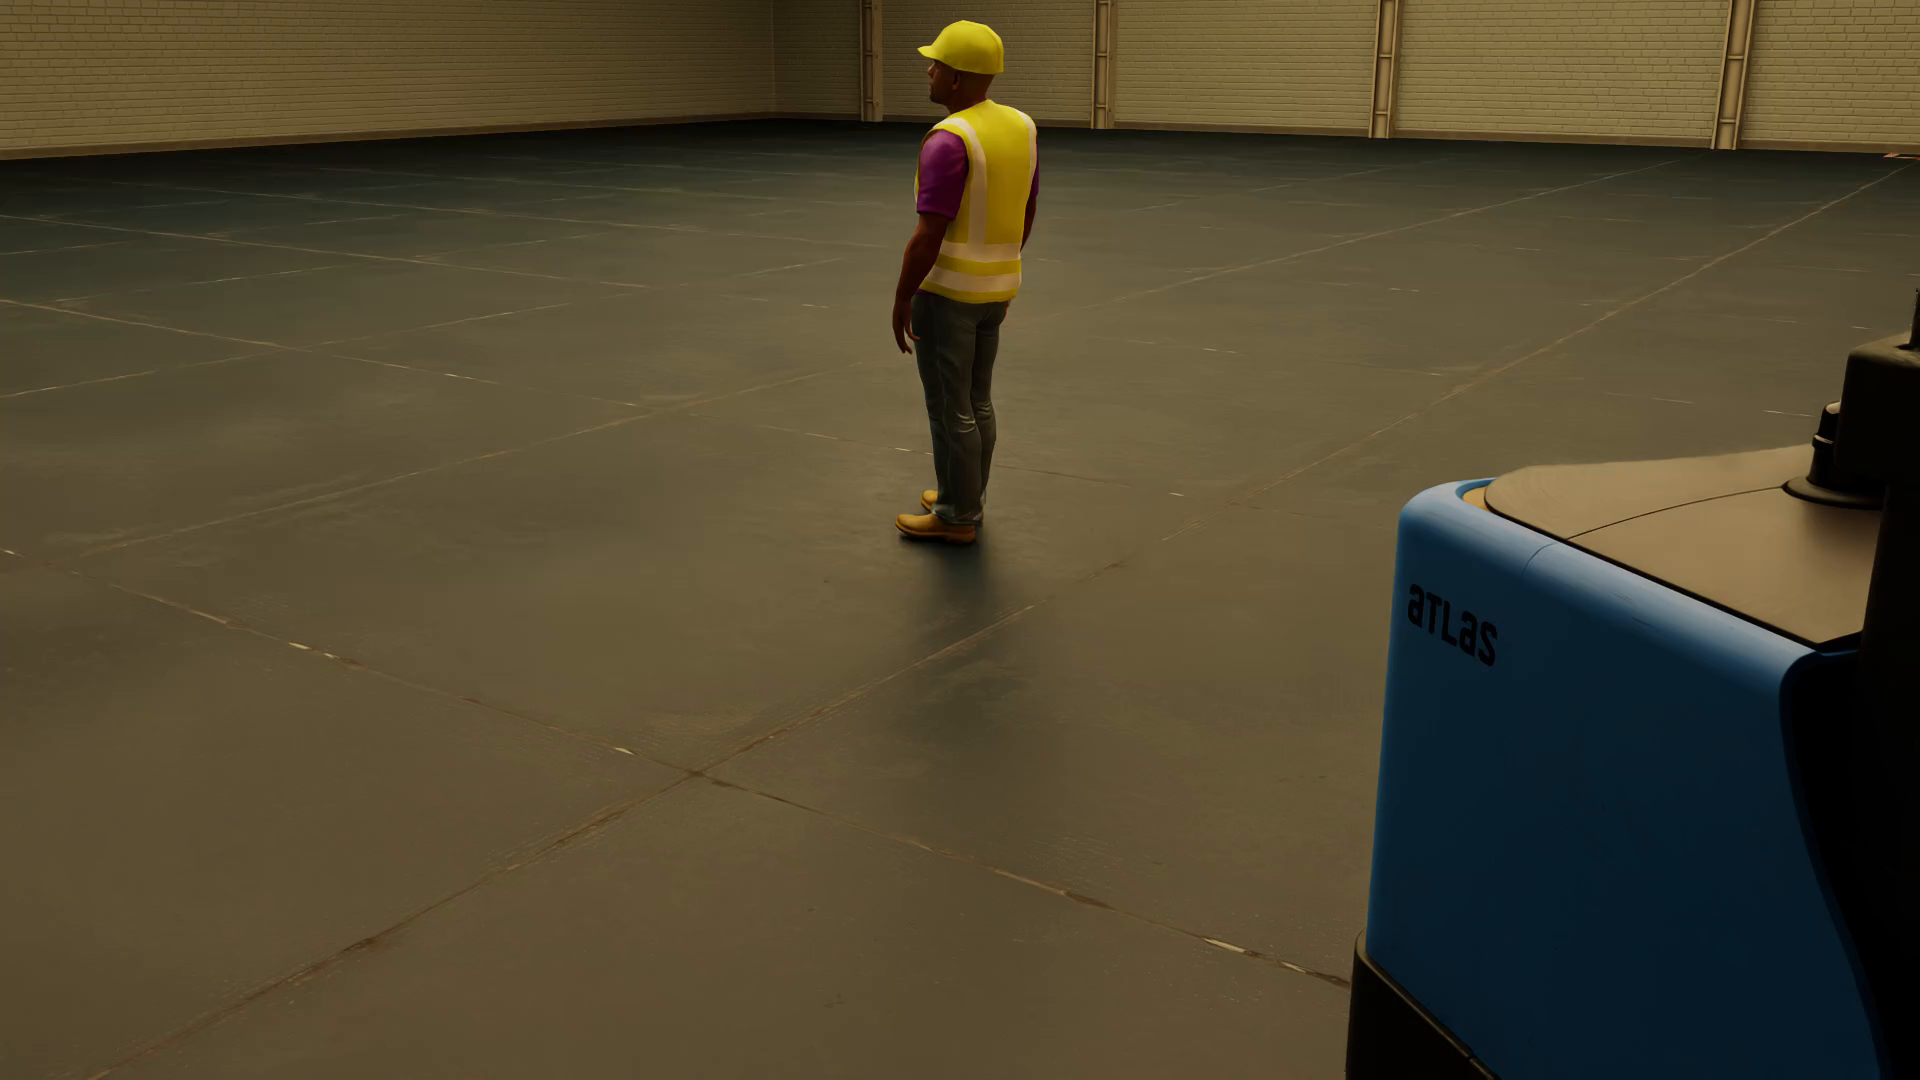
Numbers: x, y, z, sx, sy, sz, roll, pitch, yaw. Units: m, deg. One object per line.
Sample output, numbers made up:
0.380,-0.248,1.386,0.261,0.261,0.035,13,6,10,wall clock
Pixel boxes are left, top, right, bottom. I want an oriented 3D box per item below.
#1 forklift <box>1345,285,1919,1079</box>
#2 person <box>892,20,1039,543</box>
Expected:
1.590,-0.104,1.181,1.130,2.935,3.031,-6,18,-18,forklift
-0.055,-0.865,5.735,0.575,1.768,0.666,11,20,33,person
